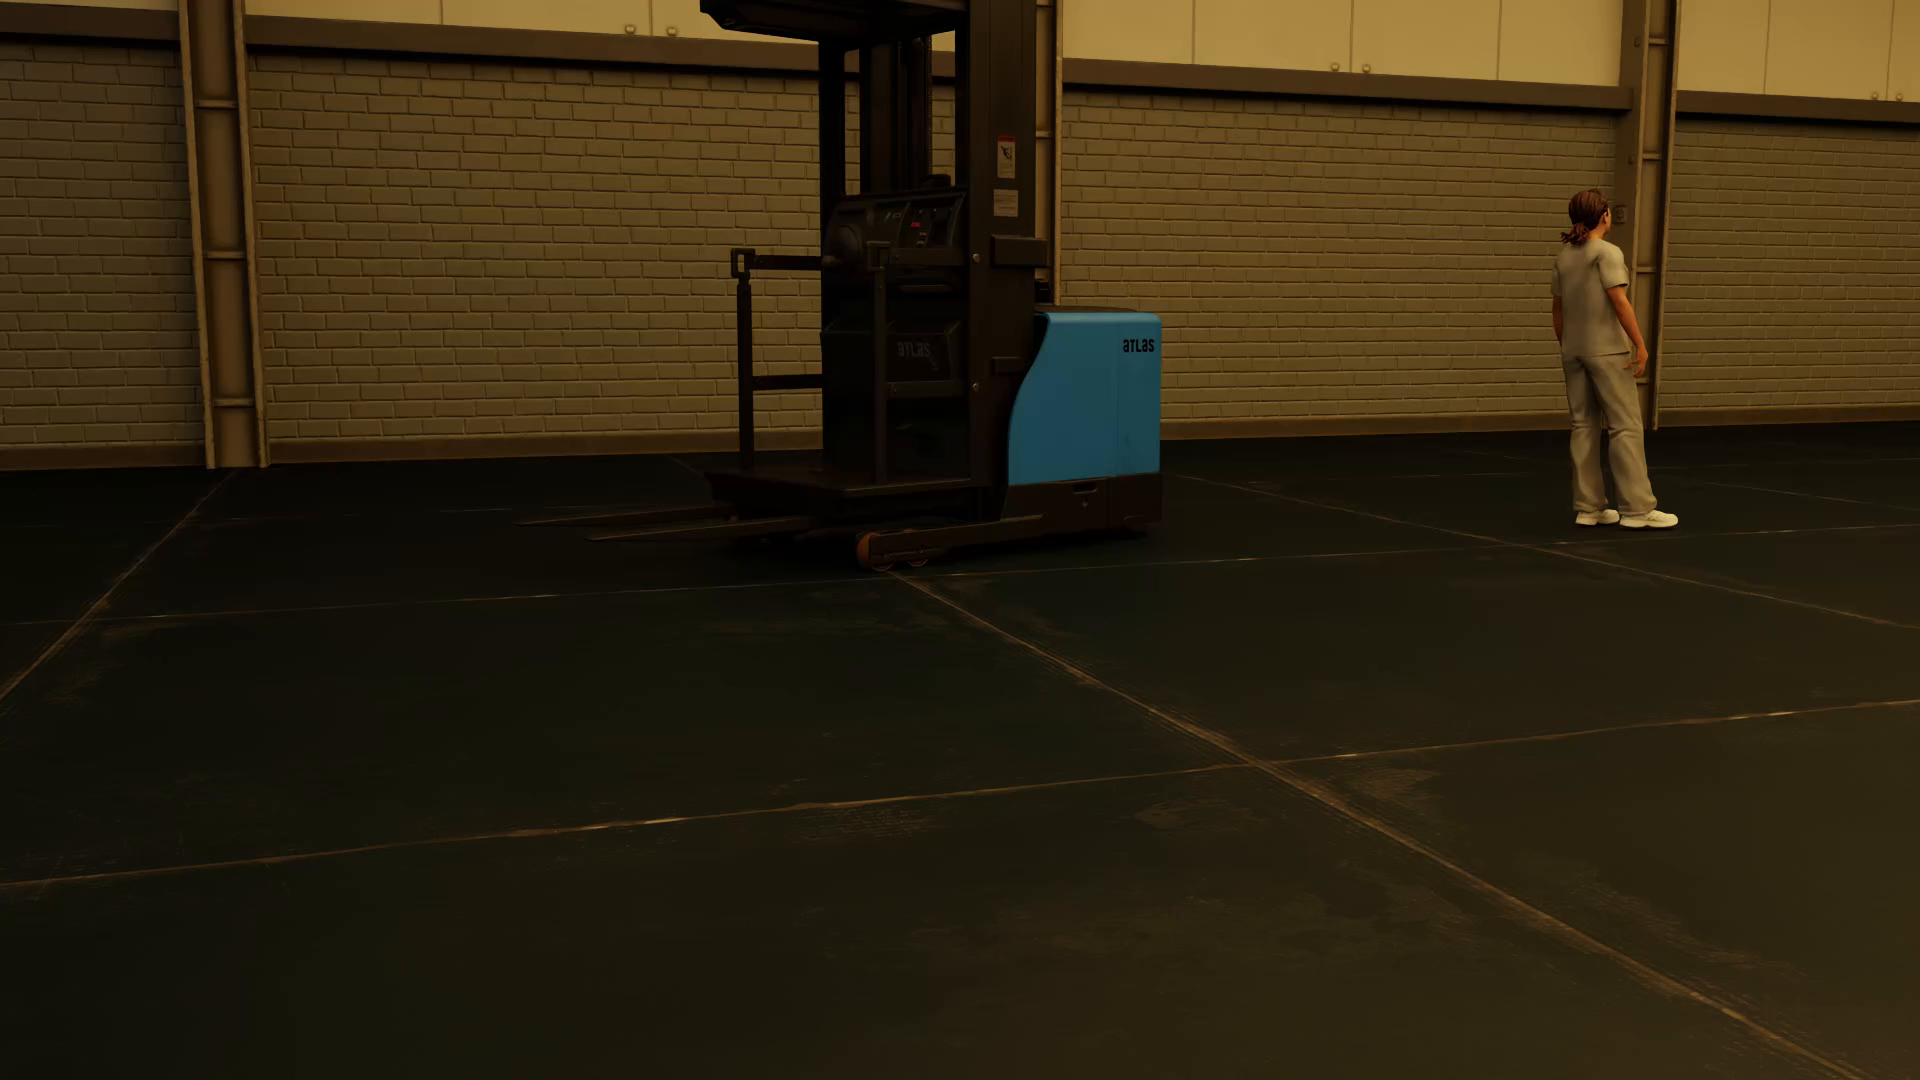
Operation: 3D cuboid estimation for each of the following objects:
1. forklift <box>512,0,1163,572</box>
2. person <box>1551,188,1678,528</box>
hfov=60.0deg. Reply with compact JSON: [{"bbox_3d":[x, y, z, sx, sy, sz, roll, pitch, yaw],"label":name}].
[{"bbox_3d":[-0.461,-1.399,7.333,3.031,2.935,1.130,-7,10,-40],"label":"forklift"},{"bbox_3d":[3.248,-0.909,8.338,0.550,1.676,0.550,-3,8,-23],"label":"person"}]
